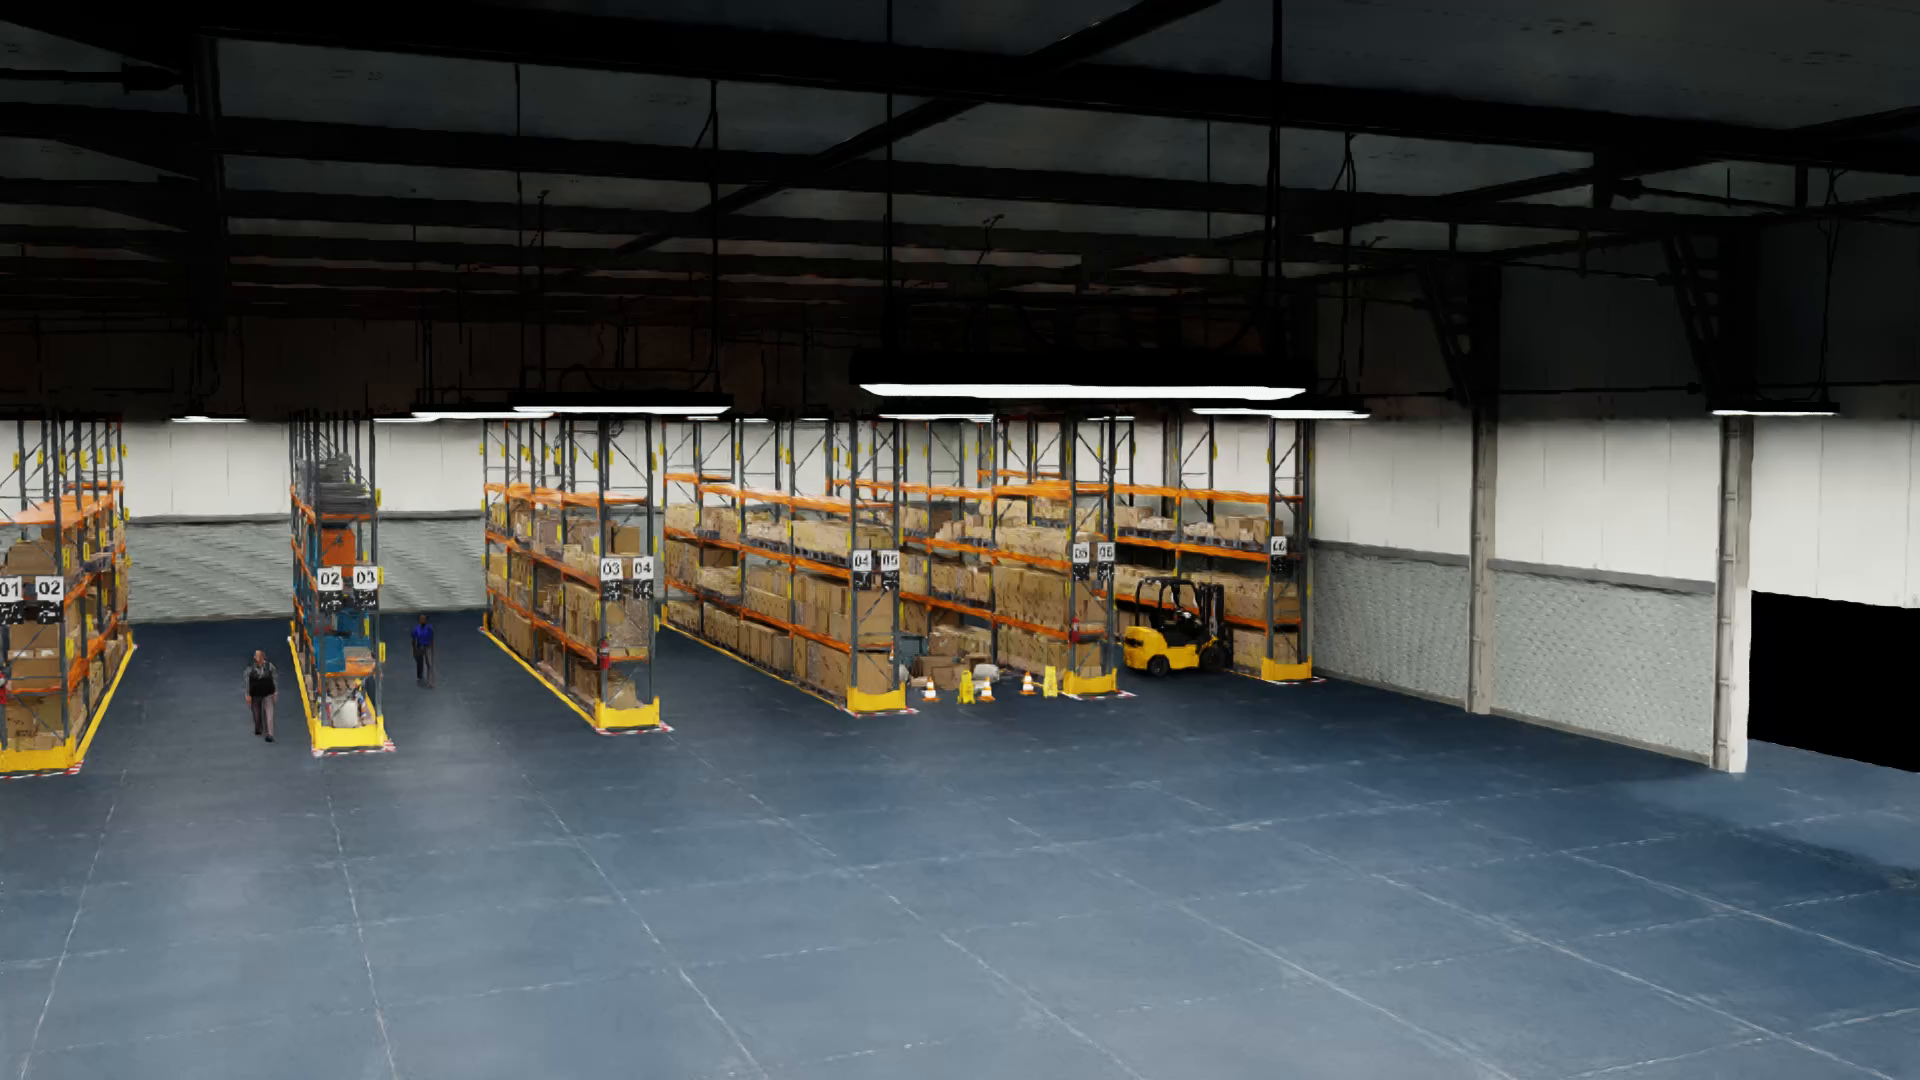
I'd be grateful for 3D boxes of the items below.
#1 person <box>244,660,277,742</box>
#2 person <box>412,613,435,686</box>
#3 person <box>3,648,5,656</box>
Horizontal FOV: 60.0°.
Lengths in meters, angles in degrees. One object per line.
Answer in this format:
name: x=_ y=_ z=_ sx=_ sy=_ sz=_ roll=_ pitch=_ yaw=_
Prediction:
person: x=-12.621 y=2.880 z=29.999 sx=0.543 sy=1.463 sz=1.104 roll=-1 pitch=4 yaw=-21
person: x=-11.720 y=2.385 z=36.290 sx=0.447 sy=1.560 sz=1.088 roll=-2 pitch=4 yaw=-21
person: x=-19.673 y=2.510 z=33.541 sx=0.719 sy=1.614 sz=0.541 roll=-2 pitch=4 yaw=-24
